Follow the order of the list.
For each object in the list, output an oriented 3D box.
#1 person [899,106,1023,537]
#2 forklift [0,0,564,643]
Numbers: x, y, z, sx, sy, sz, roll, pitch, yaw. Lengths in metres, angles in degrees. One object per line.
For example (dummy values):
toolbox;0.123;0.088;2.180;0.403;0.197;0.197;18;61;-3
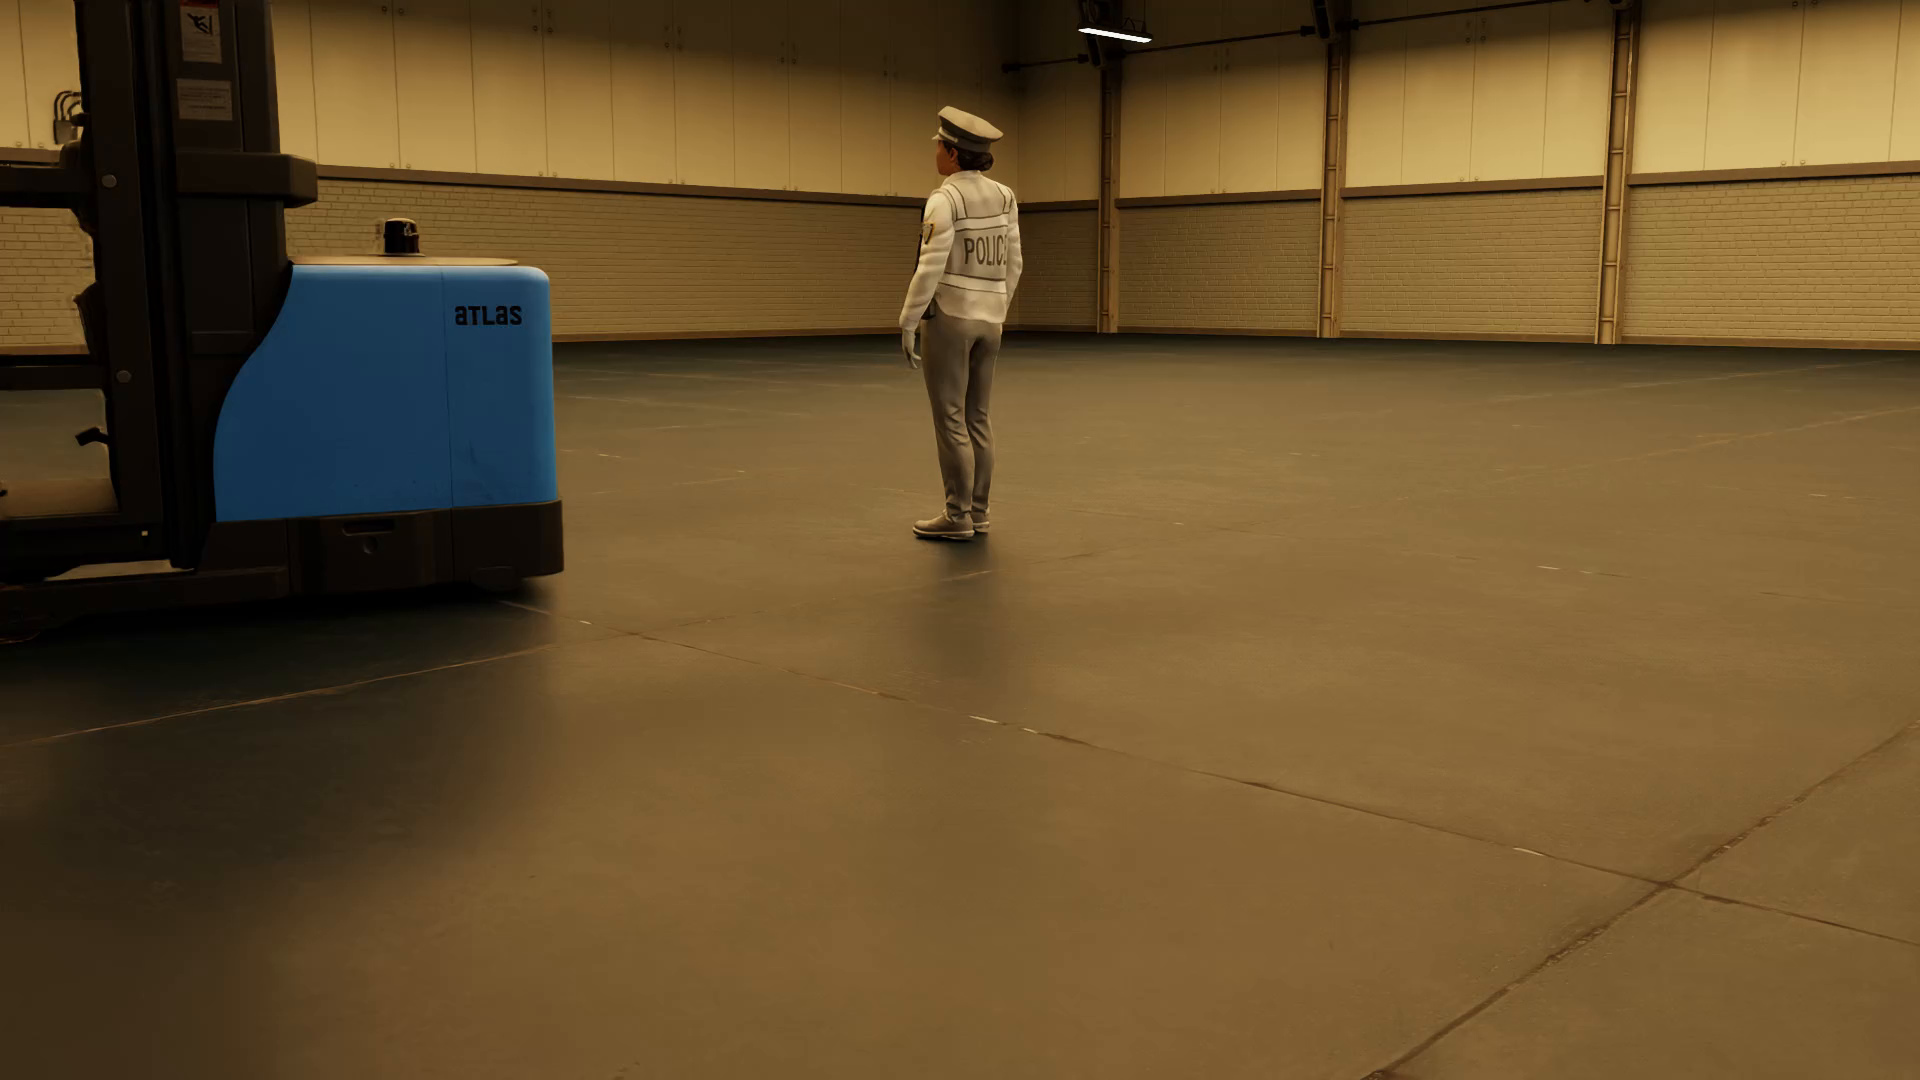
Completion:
person;-0.044;-0.853;6.642;0.532;1.694;0.586;8;12;43
forklift;-2.867;-1.230;5.039;3.031;2.935;1.130;-5;10;-28
